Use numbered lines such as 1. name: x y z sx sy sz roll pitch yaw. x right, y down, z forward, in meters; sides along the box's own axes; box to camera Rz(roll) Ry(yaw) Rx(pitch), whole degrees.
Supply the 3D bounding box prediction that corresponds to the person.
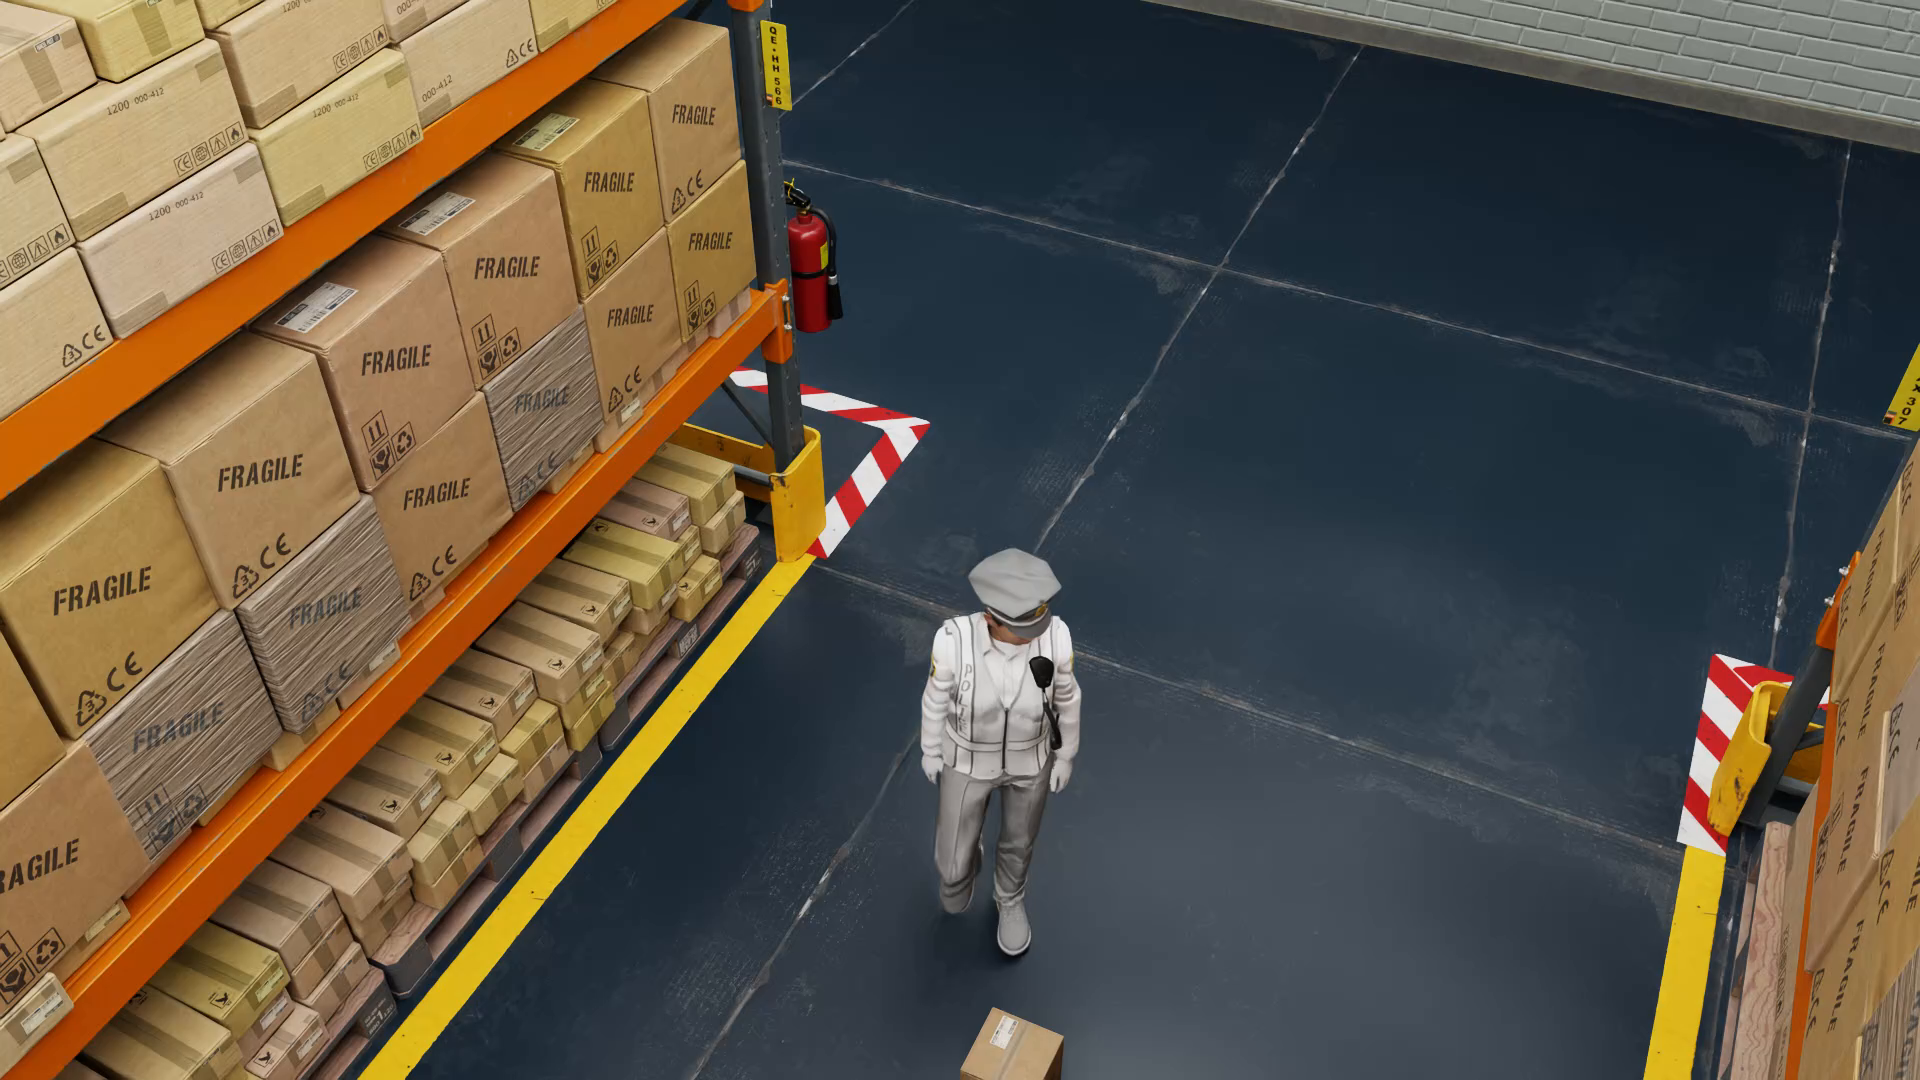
1. person: 0.140 0.729 5.322 0.513 1.667 0.400 -5 42 -5
